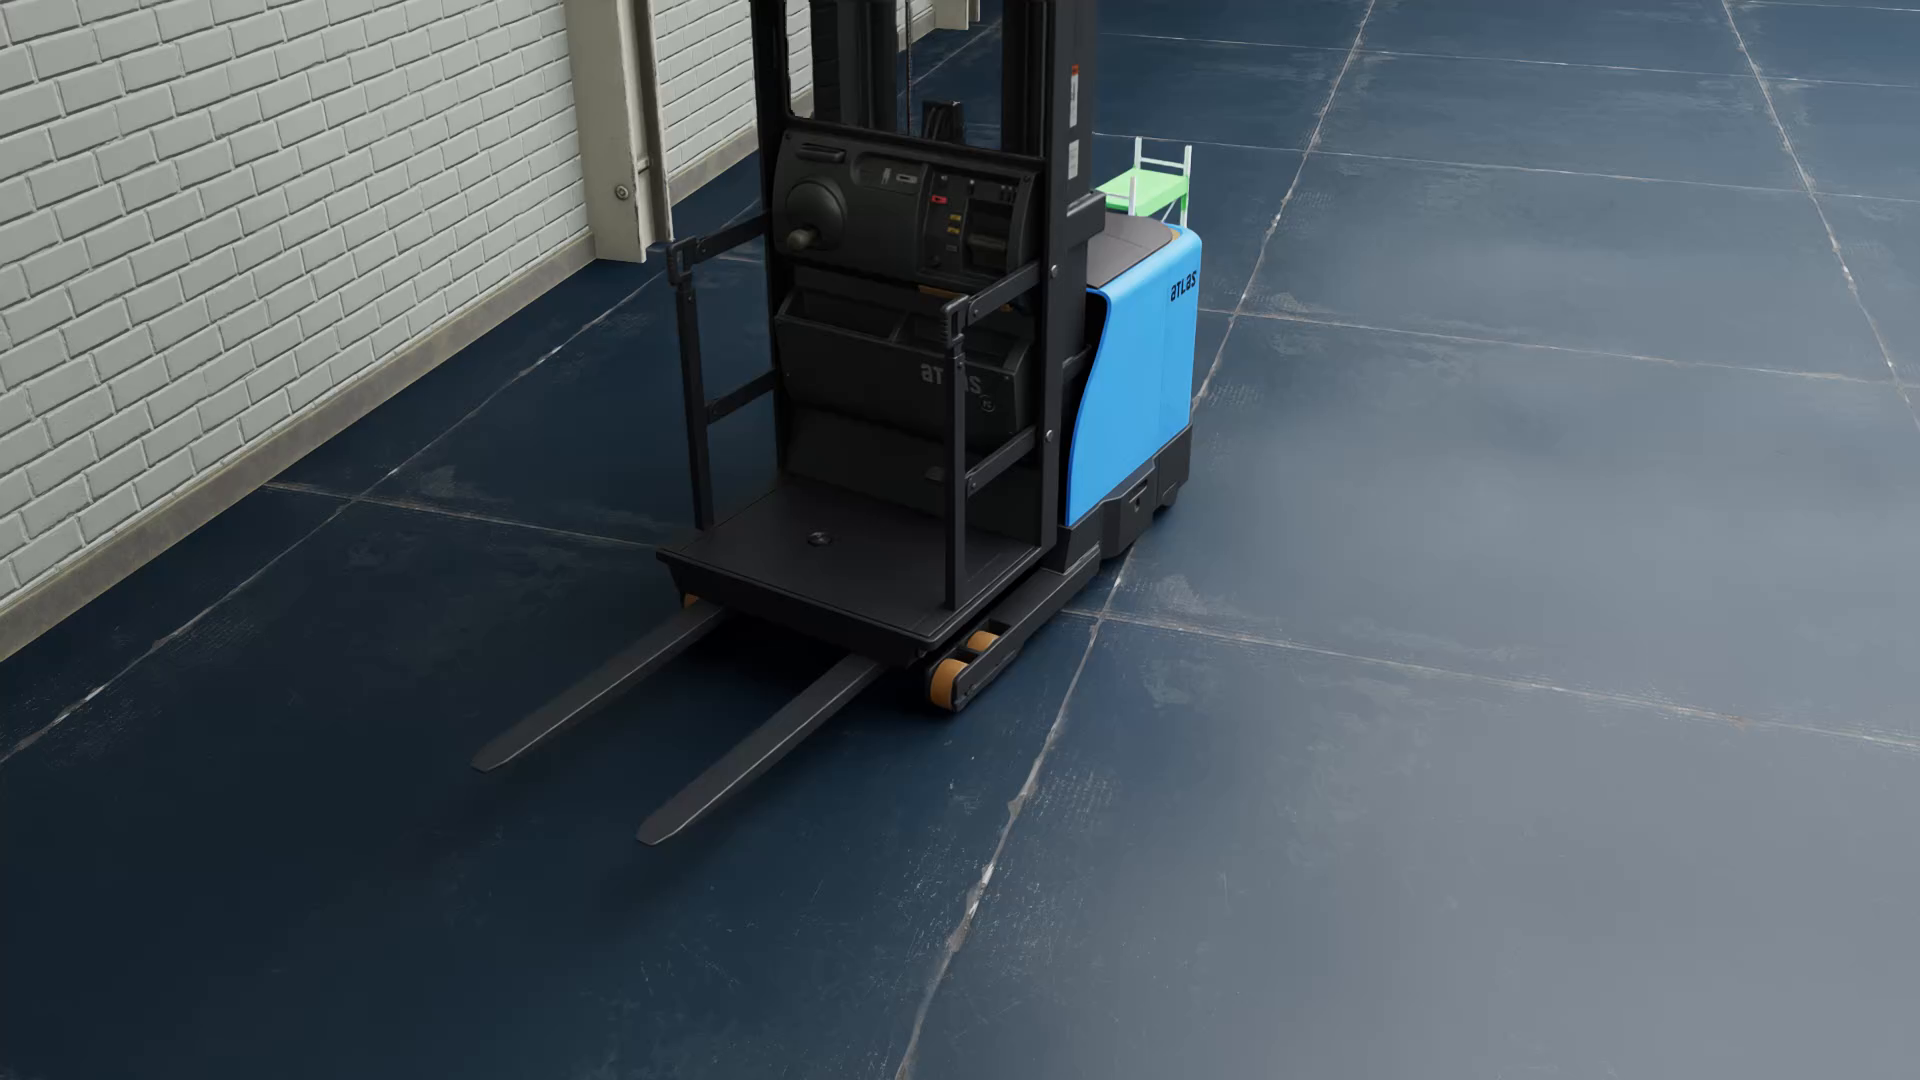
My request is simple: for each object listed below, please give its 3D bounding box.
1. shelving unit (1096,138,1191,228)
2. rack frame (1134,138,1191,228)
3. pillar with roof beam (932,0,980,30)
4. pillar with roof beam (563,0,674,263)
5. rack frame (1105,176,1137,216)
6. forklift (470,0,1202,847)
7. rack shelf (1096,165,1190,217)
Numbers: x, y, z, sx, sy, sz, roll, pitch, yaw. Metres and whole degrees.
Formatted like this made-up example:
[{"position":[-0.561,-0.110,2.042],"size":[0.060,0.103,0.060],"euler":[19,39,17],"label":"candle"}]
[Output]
[{"position":[0.683,-0.962,6.745],"size":[0.258,1.200,0.503],"euler":[17,33,27],"label":"shelving unit"},{"position":[0.811,-1.063,6.927],"size":[0.240,1.200,0.015],"euler":[17,33,27],"label":"rack frame"},{"position":[4.082,-7.706,10.847],"size":[9.100,9.000,0.400],"euler":[8,30,15],"label":"pillar with roof beam"},{"position":[2.321,-4.918,5.834],"size":[9.100,9.000,0.400],"euler":[8,30,15],"label":"pillar with roof beam"},{"position":[0.556,-0.861,6.563],"size":[0.240,1.200,0.015],"euler":[17,33,27],"label":"rack frame"},{"position":[-0.299,-0.996,5.026],"size":[1.130,2.935,3.031],"euler":[17,33,27],"label":"forklift"},{"position":[0.683,-1.326,6.543],"size":[0.258,0.148,0.480],"euler":[17,33,27],"label":"rack shelf"}]
